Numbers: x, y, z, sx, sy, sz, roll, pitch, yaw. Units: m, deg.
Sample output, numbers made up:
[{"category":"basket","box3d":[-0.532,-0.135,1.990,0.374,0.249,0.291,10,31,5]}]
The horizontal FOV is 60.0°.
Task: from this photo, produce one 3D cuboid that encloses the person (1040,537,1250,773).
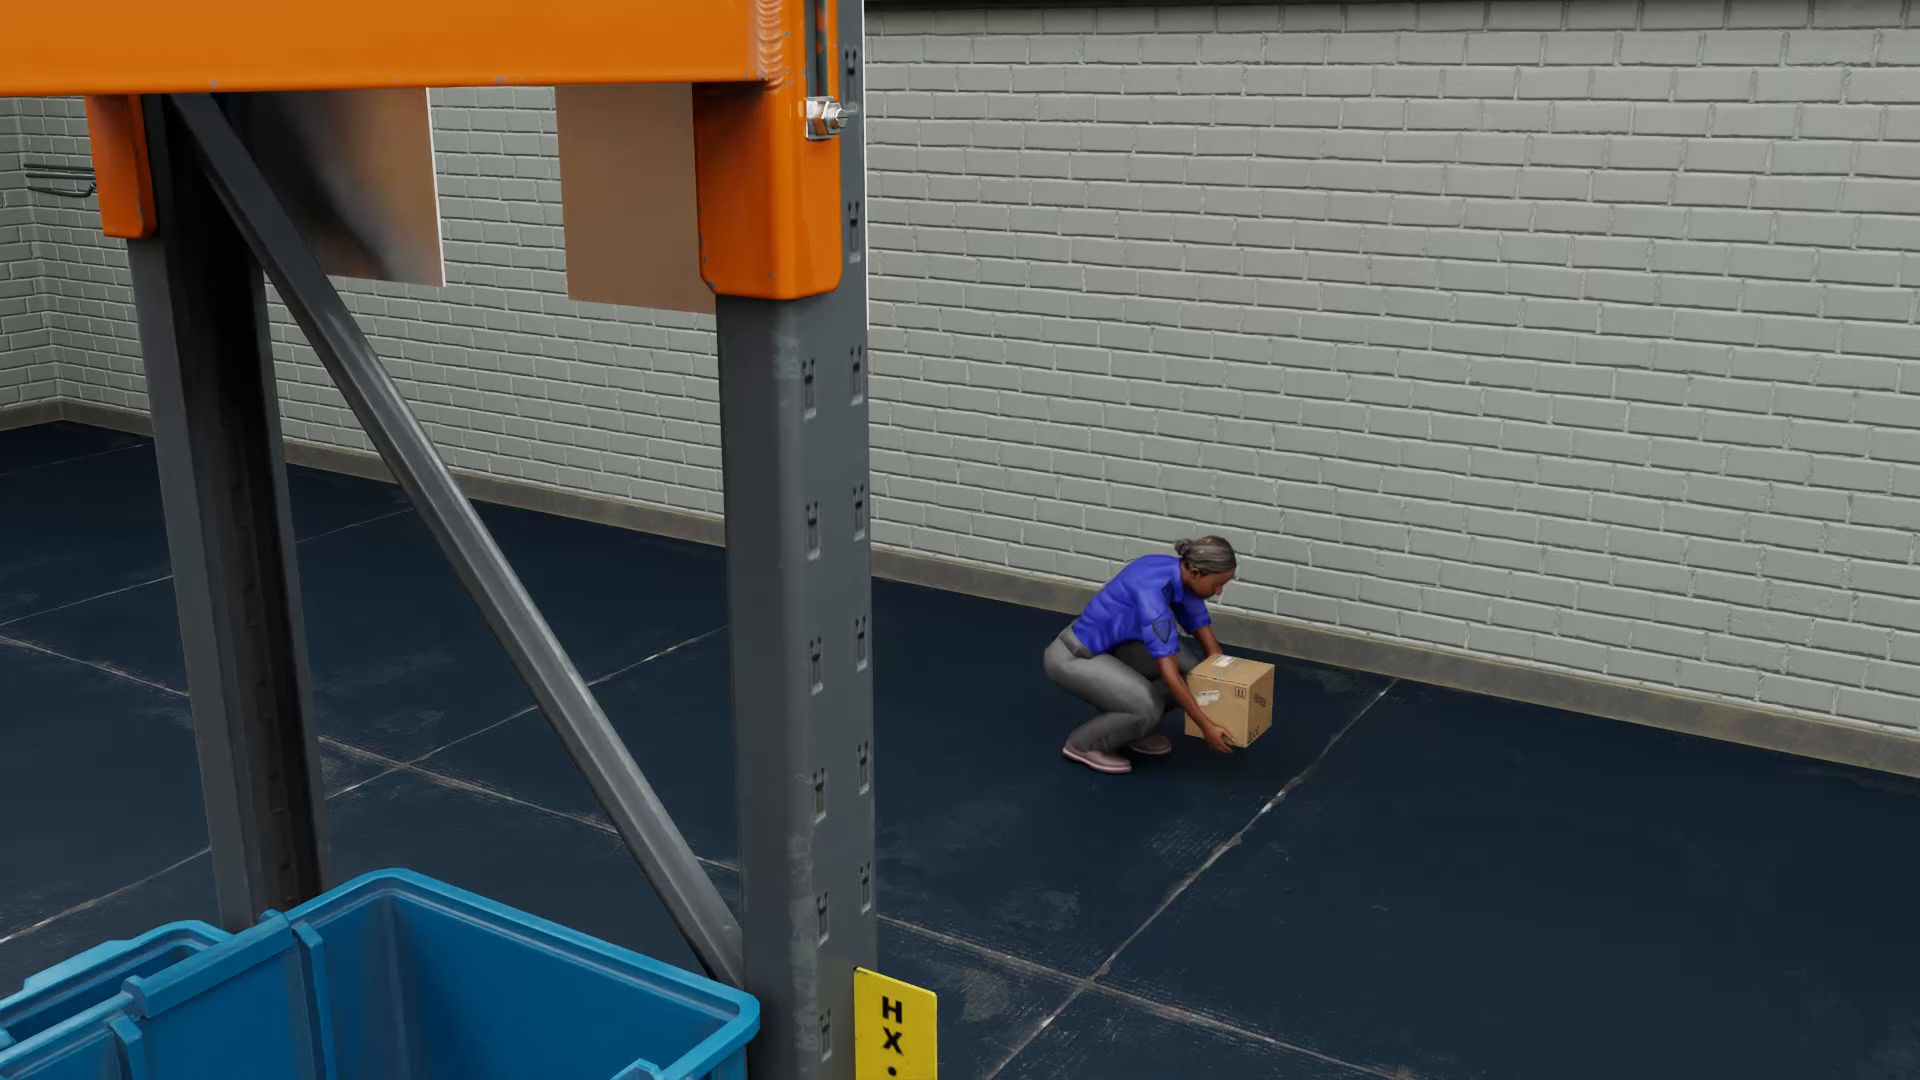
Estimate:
[{"category":"person","box3d":[0.731,0.422,6.397,0.847,0.943,0.458,9,19,29]}]
